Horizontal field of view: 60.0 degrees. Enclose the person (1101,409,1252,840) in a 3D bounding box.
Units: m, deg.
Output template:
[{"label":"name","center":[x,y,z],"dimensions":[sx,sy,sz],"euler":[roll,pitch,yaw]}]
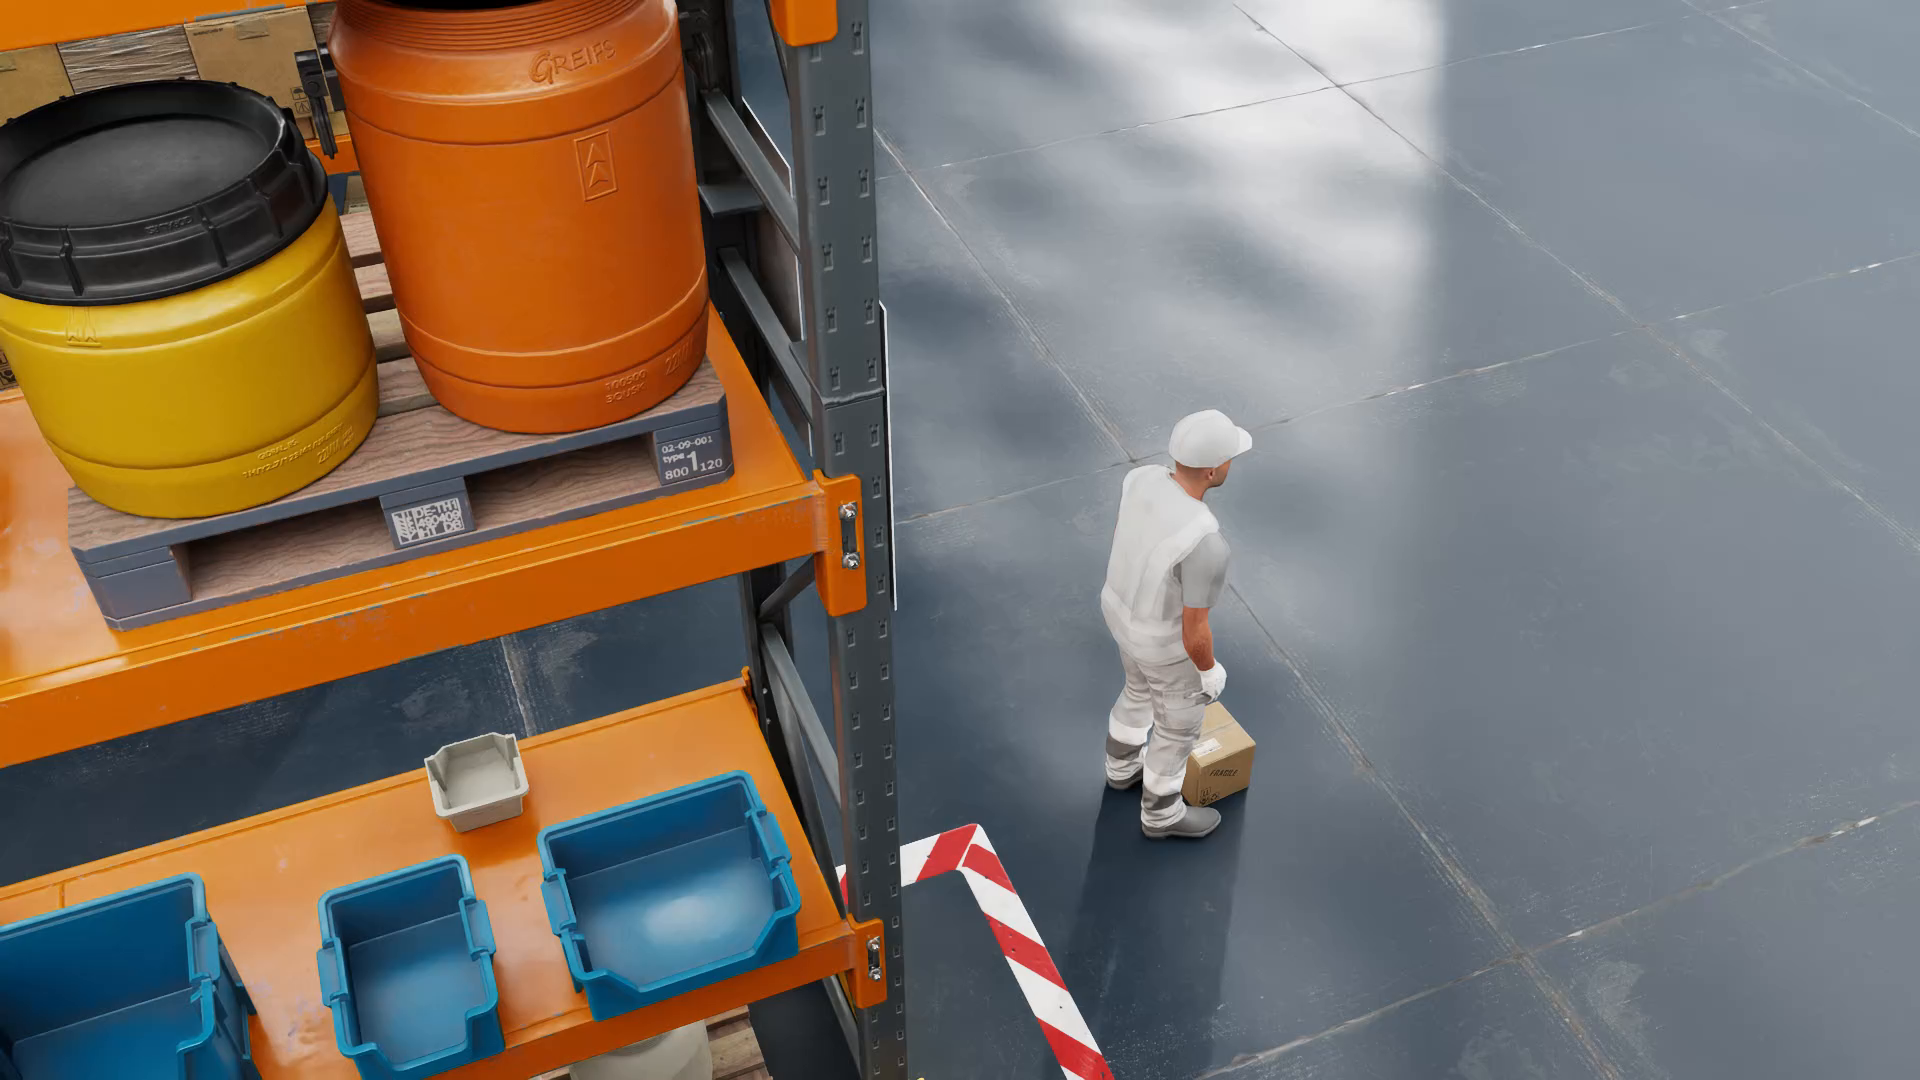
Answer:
[{"label":"person","center":[0.734,0.303,5.803],"dimensions":[0.455,1.779,0.611],"euler":[-16,44,-17]}]
